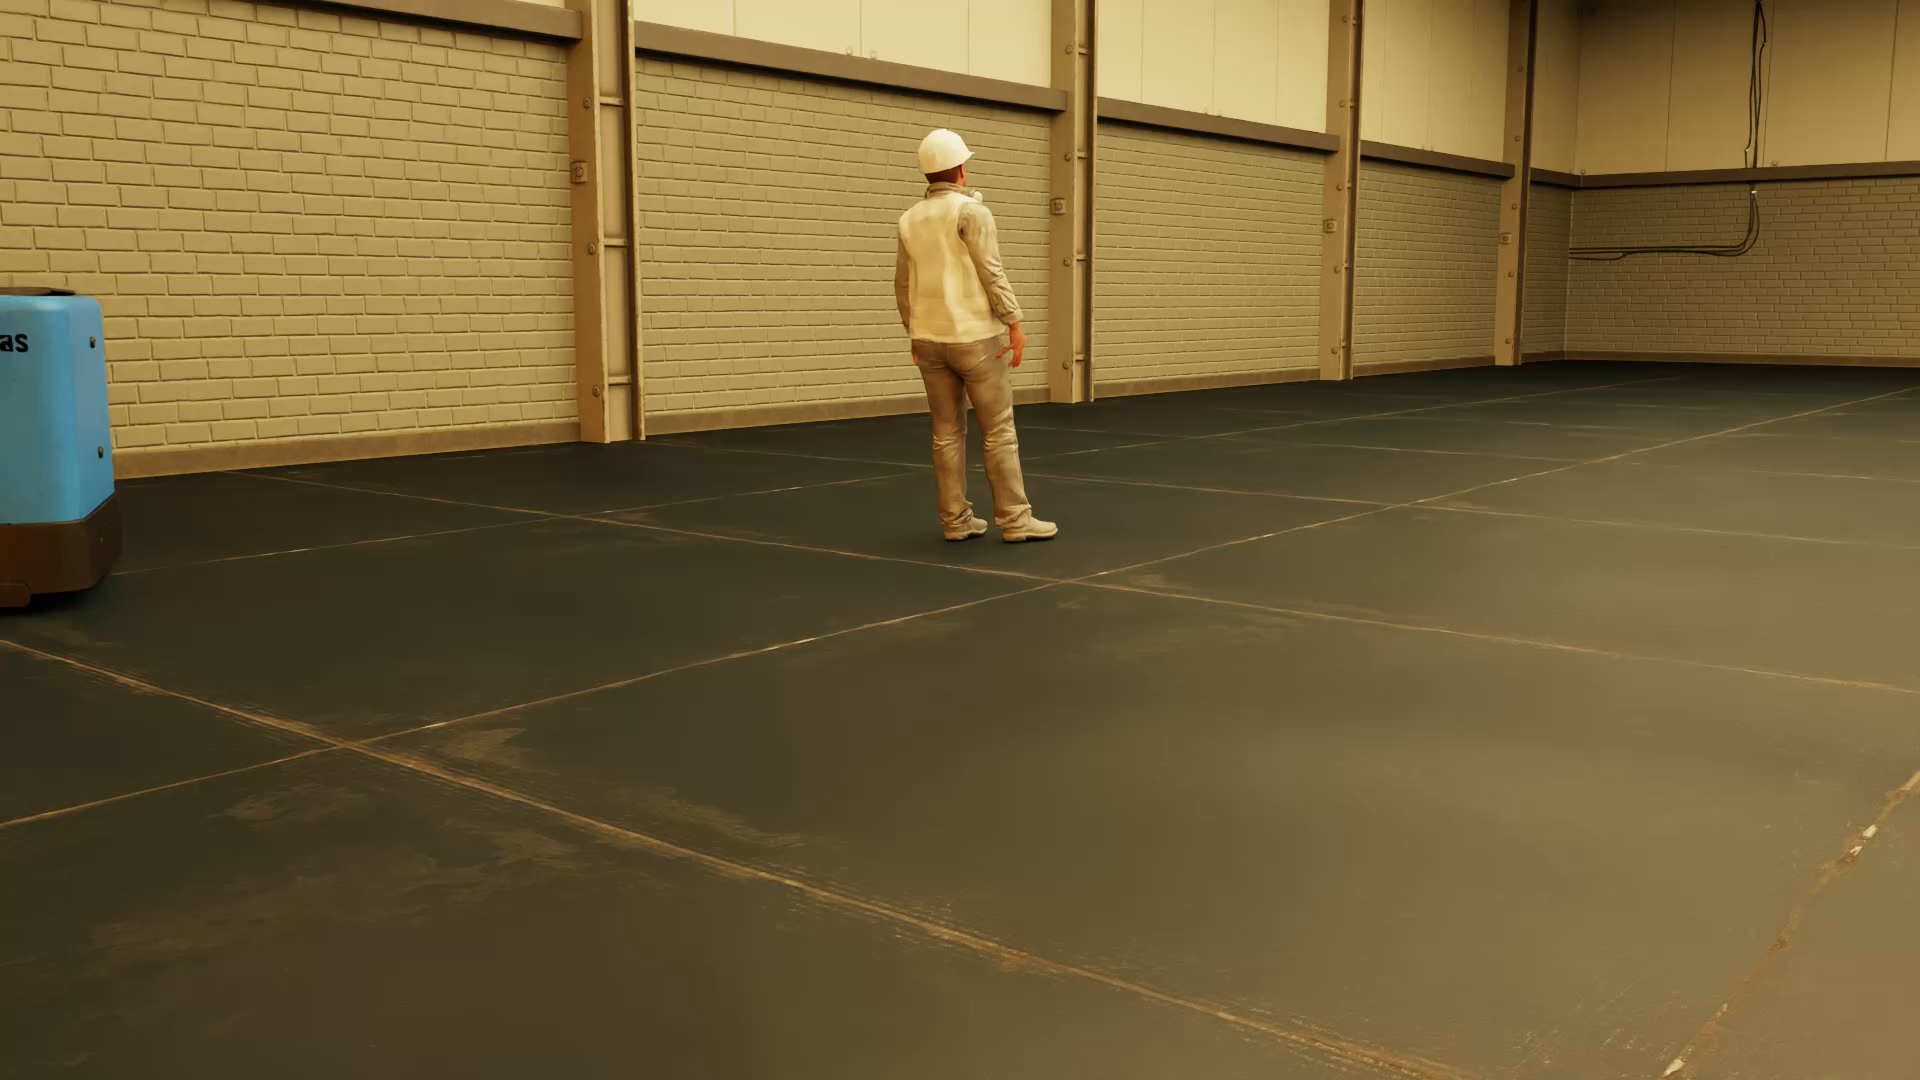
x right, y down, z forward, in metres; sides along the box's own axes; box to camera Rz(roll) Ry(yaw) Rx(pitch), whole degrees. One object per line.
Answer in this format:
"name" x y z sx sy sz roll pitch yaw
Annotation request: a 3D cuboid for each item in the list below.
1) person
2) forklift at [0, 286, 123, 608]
"person" 0.045 -0.892 7.319 0.634 1.775 0.566 7 11 38
"forklift" -4.590 -1.198 5.472 3.031 2.935 1.130 -3 9 -20
